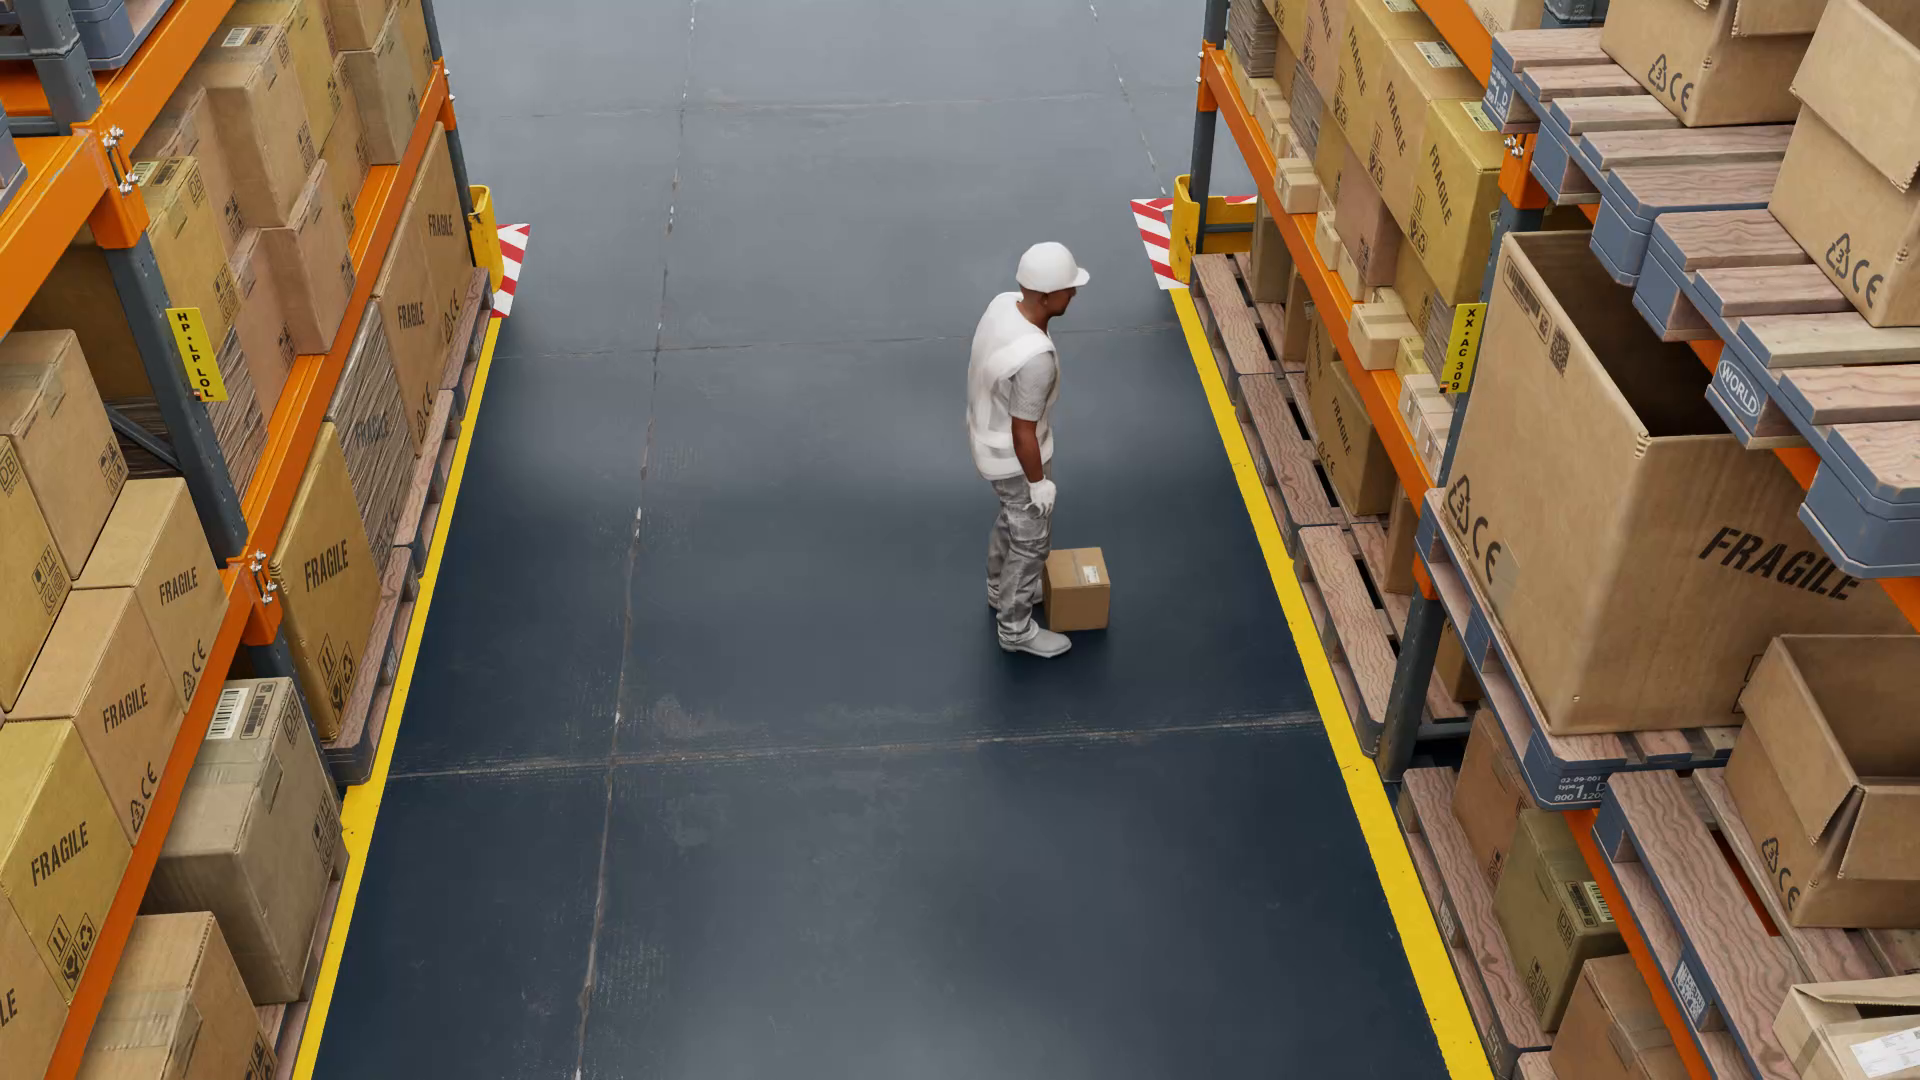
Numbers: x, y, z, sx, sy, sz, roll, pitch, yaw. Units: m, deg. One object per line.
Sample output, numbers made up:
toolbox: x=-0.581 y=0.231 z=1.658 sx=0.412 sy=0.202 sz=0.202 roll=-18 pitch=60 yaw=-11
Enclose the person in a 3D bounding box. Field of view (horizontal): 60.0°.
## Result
person: x=0.259 y=-0.361 z=6.596 sx=0.452 sy=1.772 sz=0.616 roll=-5 pitch=39 yaw=-6
